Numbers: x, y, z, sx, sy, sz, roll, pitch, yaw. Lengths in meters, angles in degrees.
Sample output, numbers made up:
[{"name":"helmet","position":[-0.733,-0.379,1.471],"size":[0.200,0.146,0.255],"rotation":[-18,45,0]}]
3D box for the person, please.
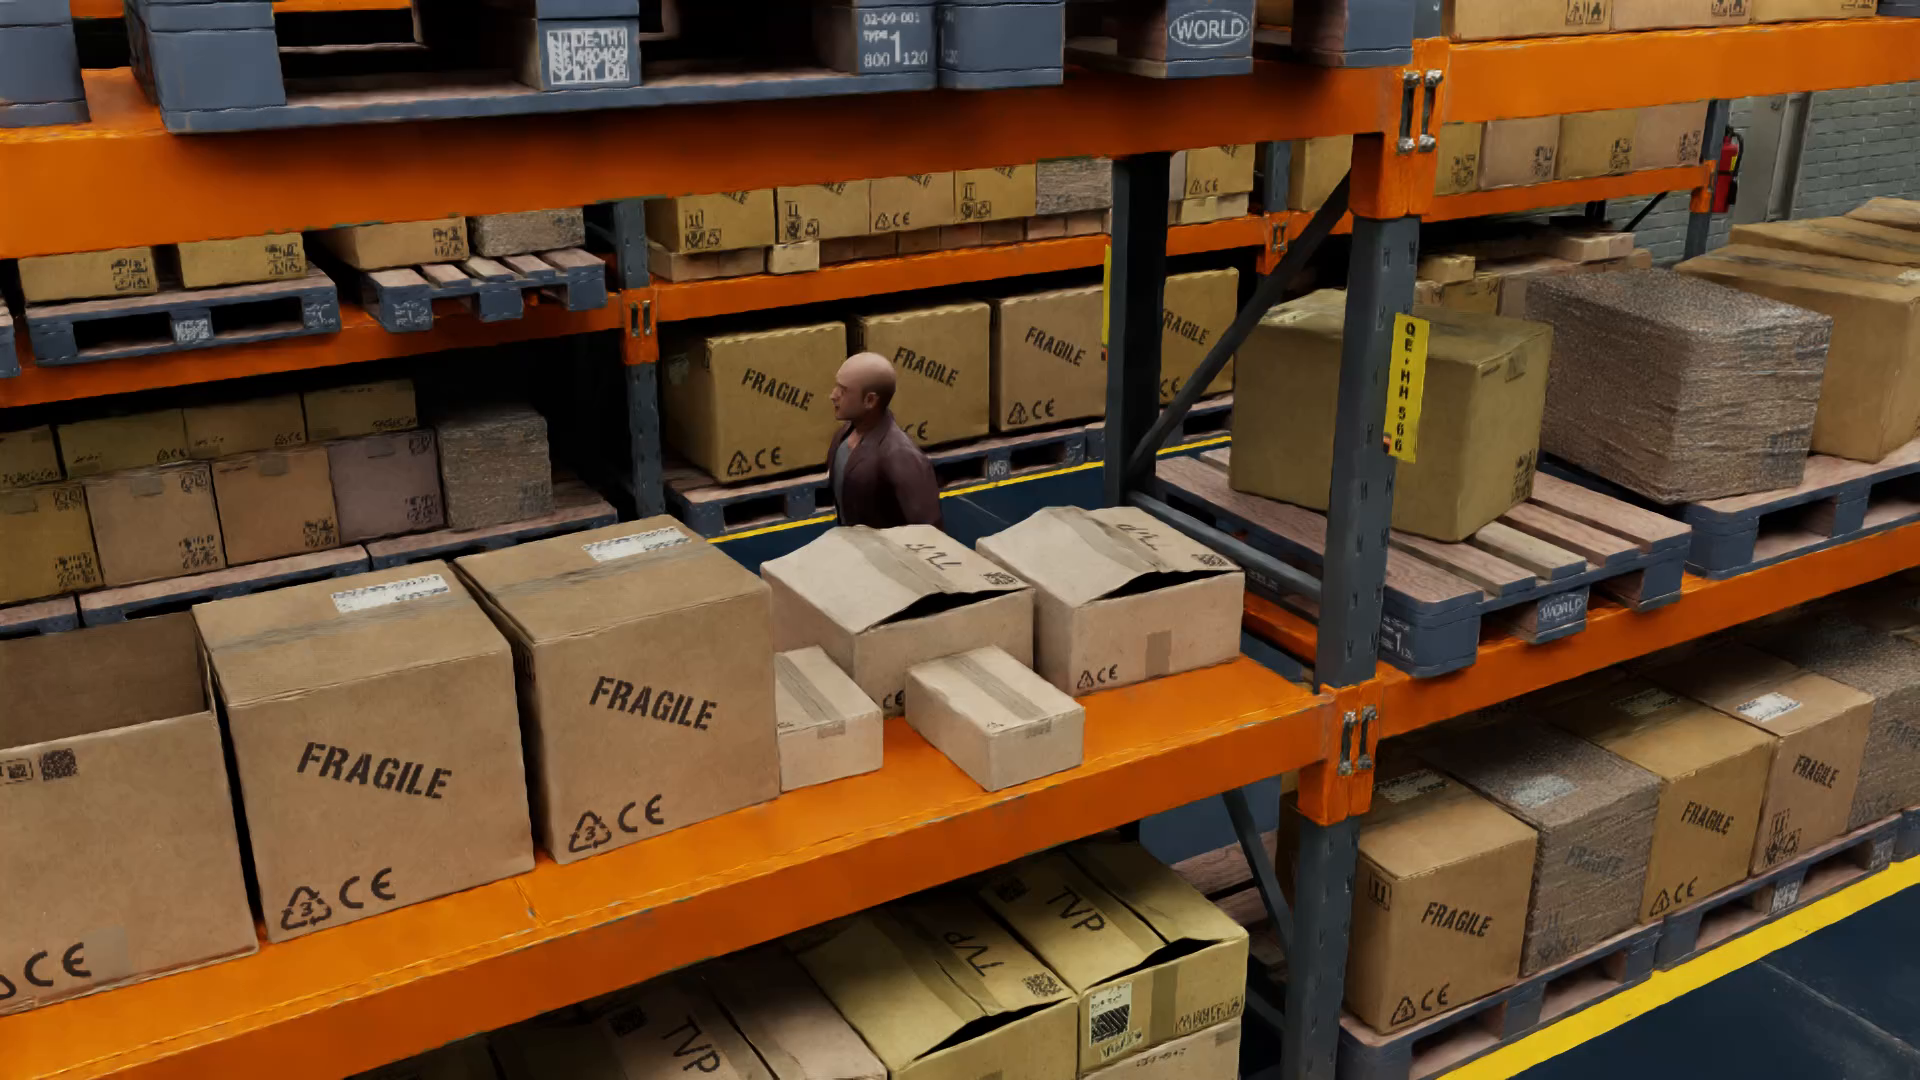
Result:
[{"name":"person","position":[-0.401,0.118,6.009],"size":[0.568,1.631,0.917],"rotation":[-6,22,-16]}]
